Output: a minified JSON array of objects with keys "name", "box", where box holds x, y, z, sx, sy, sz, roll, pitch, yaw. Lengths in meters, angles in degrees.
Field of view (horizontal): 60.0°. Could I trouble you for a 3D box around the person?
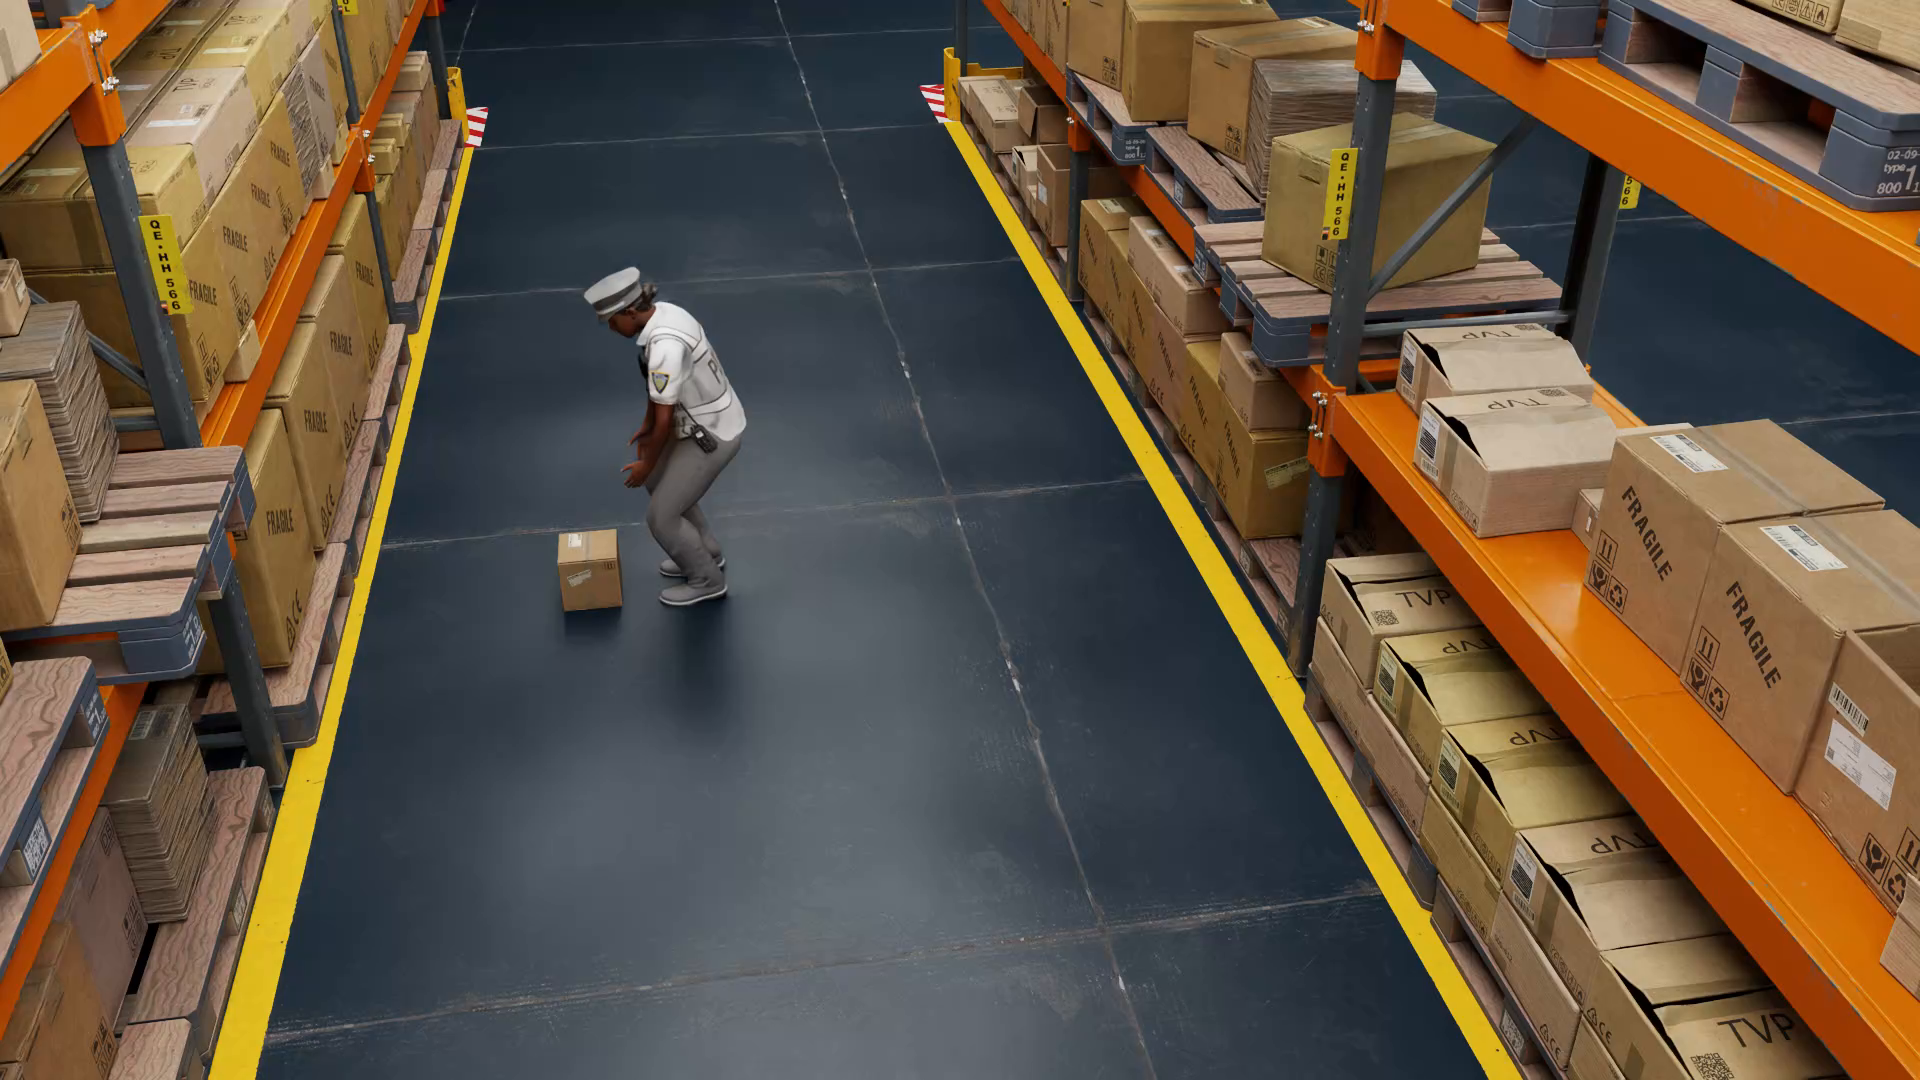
[{"name":"person","box":[-1.203,-0.428,7.012,0.607,1.508,0.487,-5,31,-8]}]
